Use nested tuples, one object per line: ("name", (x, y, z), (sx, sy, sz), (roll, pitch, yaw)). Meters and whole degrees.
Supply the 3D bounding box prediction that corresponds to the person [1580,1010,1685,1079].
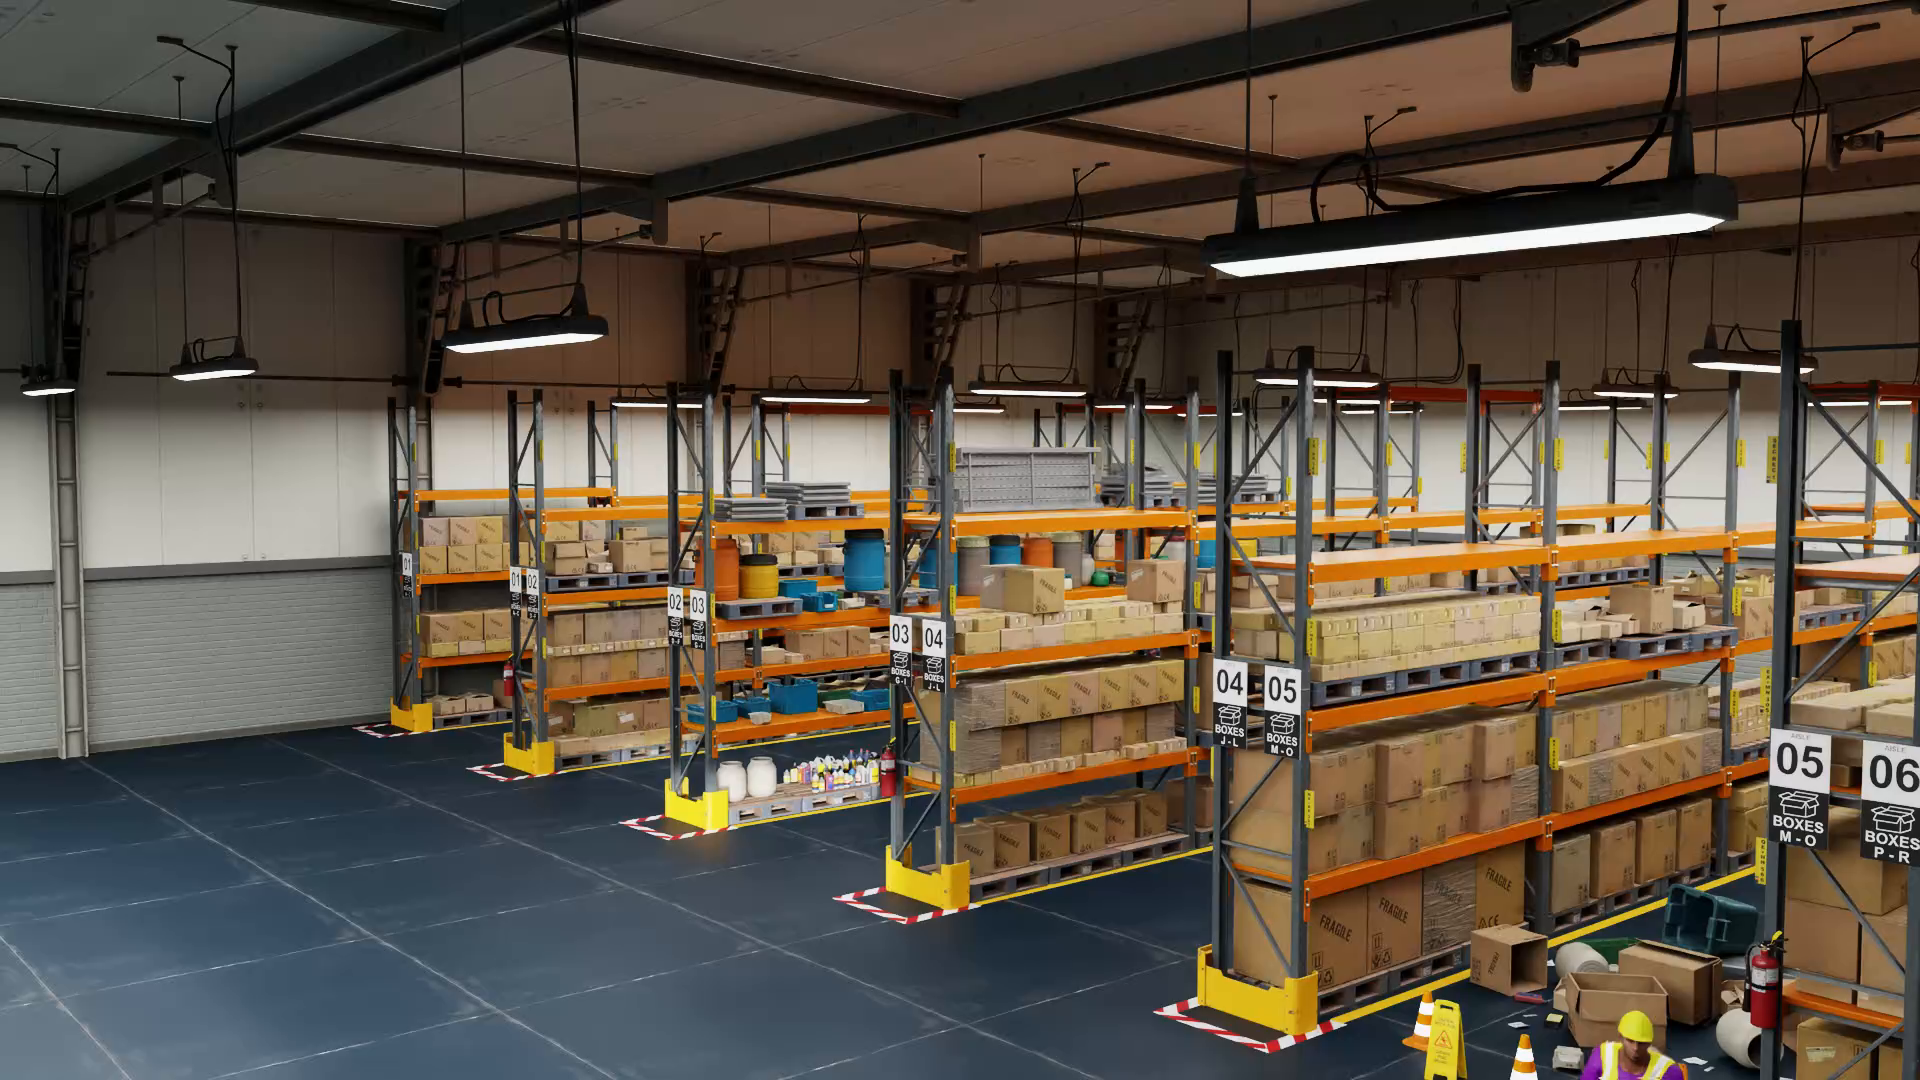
("person", (4.237, 3.719, 10.375), (0.778, 1.698, 0.837), (2, 4, 35))
